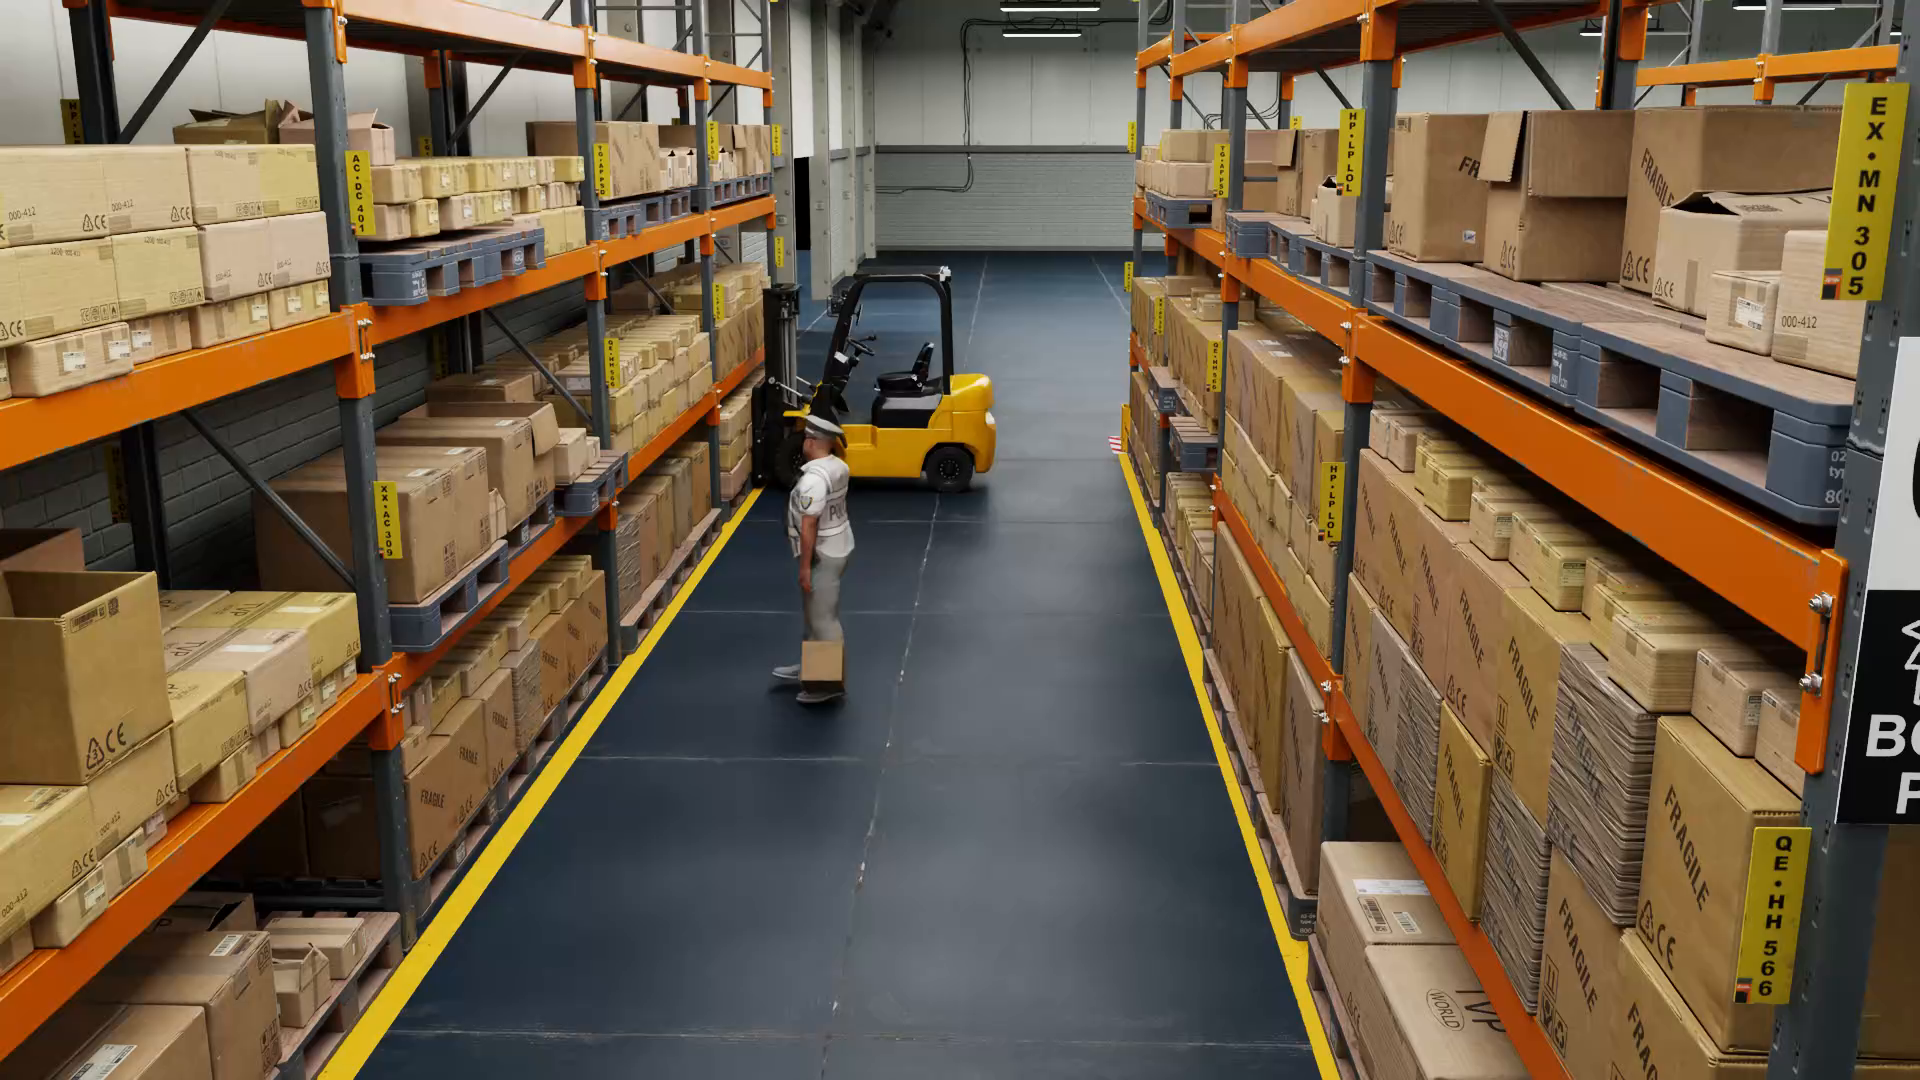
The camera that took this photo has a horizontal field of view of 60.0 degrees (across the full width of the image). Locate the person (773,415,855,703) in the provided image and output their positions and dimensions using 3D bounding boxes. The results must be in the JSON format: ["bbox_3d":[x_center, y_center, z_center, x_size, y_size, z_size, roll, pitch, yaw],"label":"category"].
[{"bbox_3d":[-0.953,0.100,10.459,0.559,1.769,0.580,3,14,10],"label":"person"}]
